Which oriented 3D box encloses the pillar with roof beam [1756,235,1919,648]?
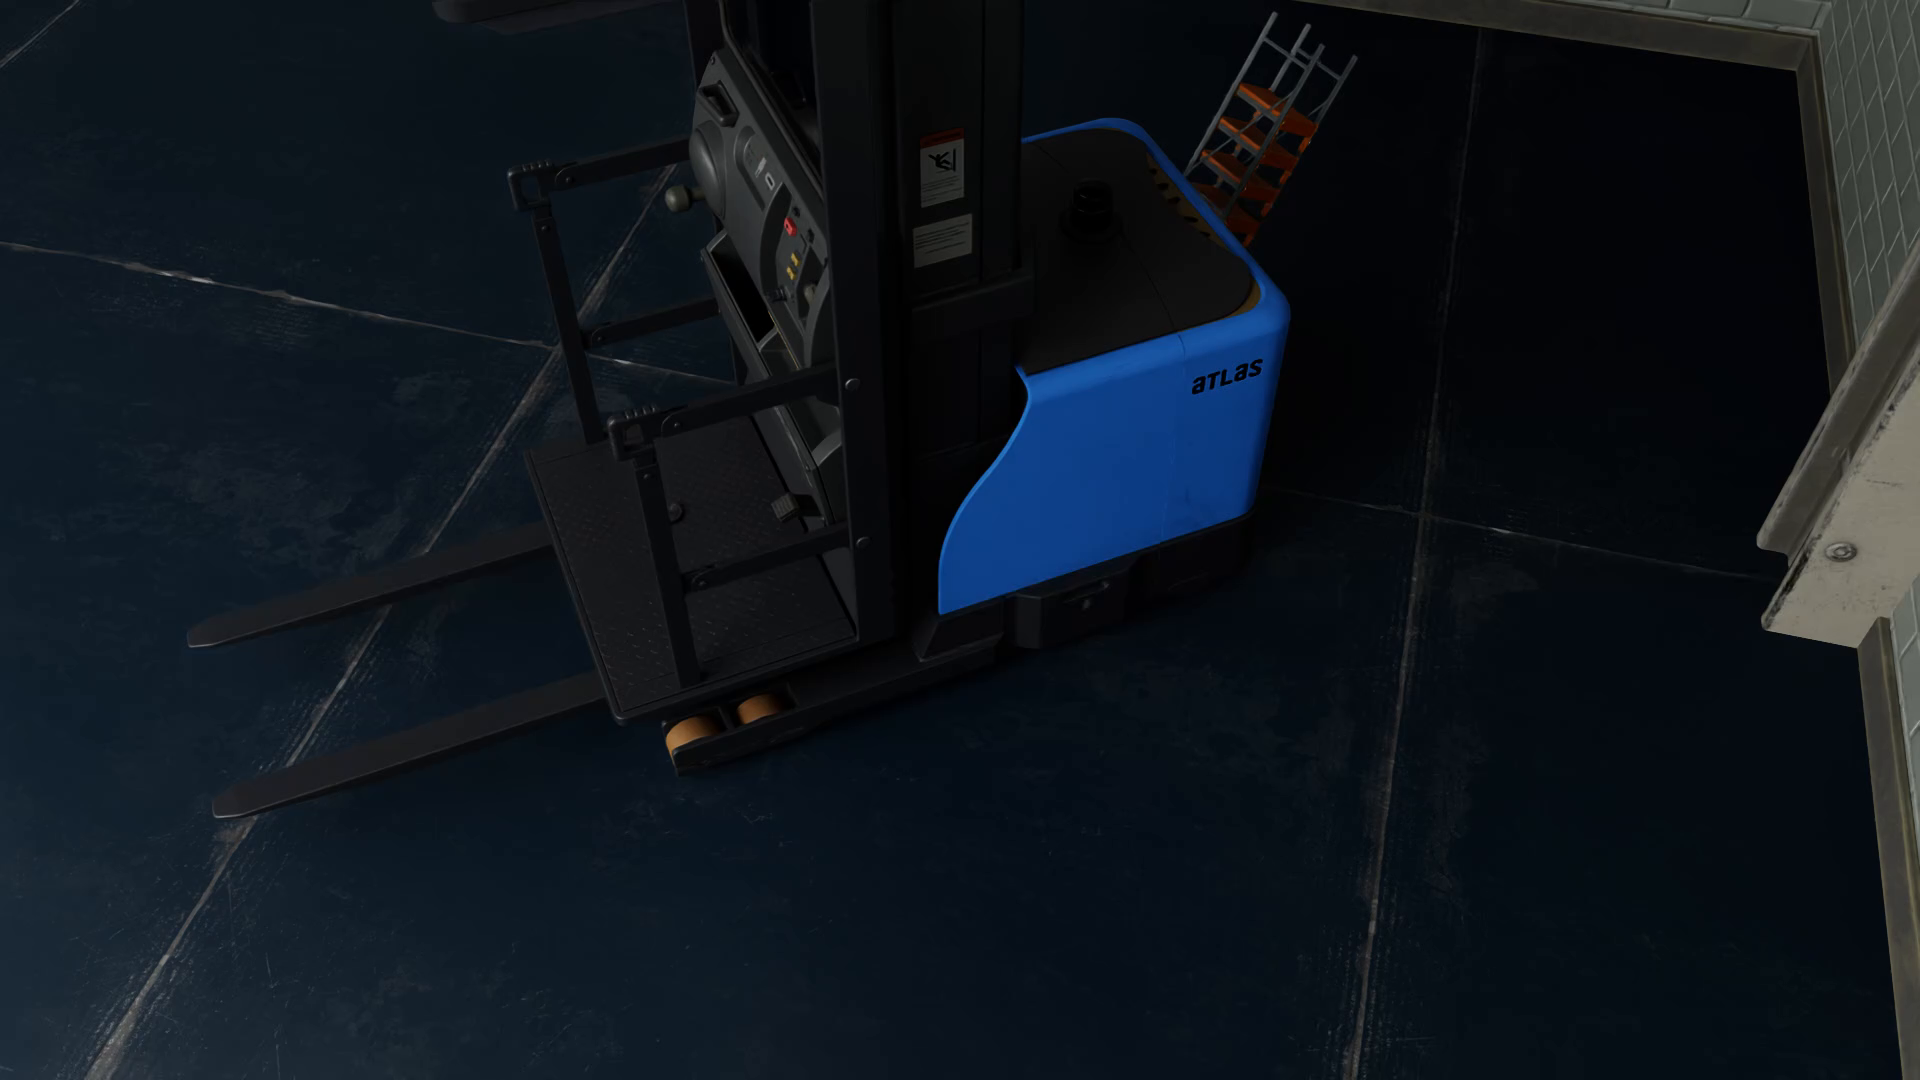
[{"bbox_3d":[-1.534,-3.671,2.488,9.100,9.000,0.400,12,50,10],"label":"pillar with roof beam"}]

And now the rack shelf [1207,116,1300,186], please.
[{"bbox_3d":[0.942,-1.268,5.391,0.180,0.103,0.258,-1,40,-44],"label":"rack shelf"}]

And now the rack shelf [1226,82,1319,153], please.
[{"bbox_3d":[0.993,-1.361,5.336,0.180,0.103,0.258,-1,40,-44],"label":"rack shelf"}]

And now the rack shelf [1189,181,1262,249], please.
[{"bbox_3d":[0.840,-1.080,5.501,0.180,0.103,0.258,-1,40,-44],"label":"rack shelf"}]

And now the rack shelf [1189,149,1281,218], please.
[{"bbox_3d":[0.891,-1.174,5.446,0.180,0.103,0.258,-1,40,-44],"label":"rack shelf"}]

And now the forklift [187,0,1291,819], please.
[{"bbox_3d":[-0.672,-0.773,3.977,3.031,2.935,1.130,-18,51,-15],"label":"forklift"}]

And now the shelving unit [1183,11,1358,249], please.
[{"bbox_3d":[0.859,-1.115,5.480,0.189,1.200,0.258,-1,40,-44],"label":"shelving unit"}]

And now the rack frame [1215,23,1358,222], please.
[{"bbox_3d":[0.924,-1.117,5.544,0.006,1.200,0.240,-1,40,-44],"label":"rack frame"}]

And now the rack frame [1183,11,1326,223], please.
[{"bbox_3d":[0.793,-1.114,5.417,0.006,1.200,0.240,-1,40,-44],"label":"rack frame"}]
